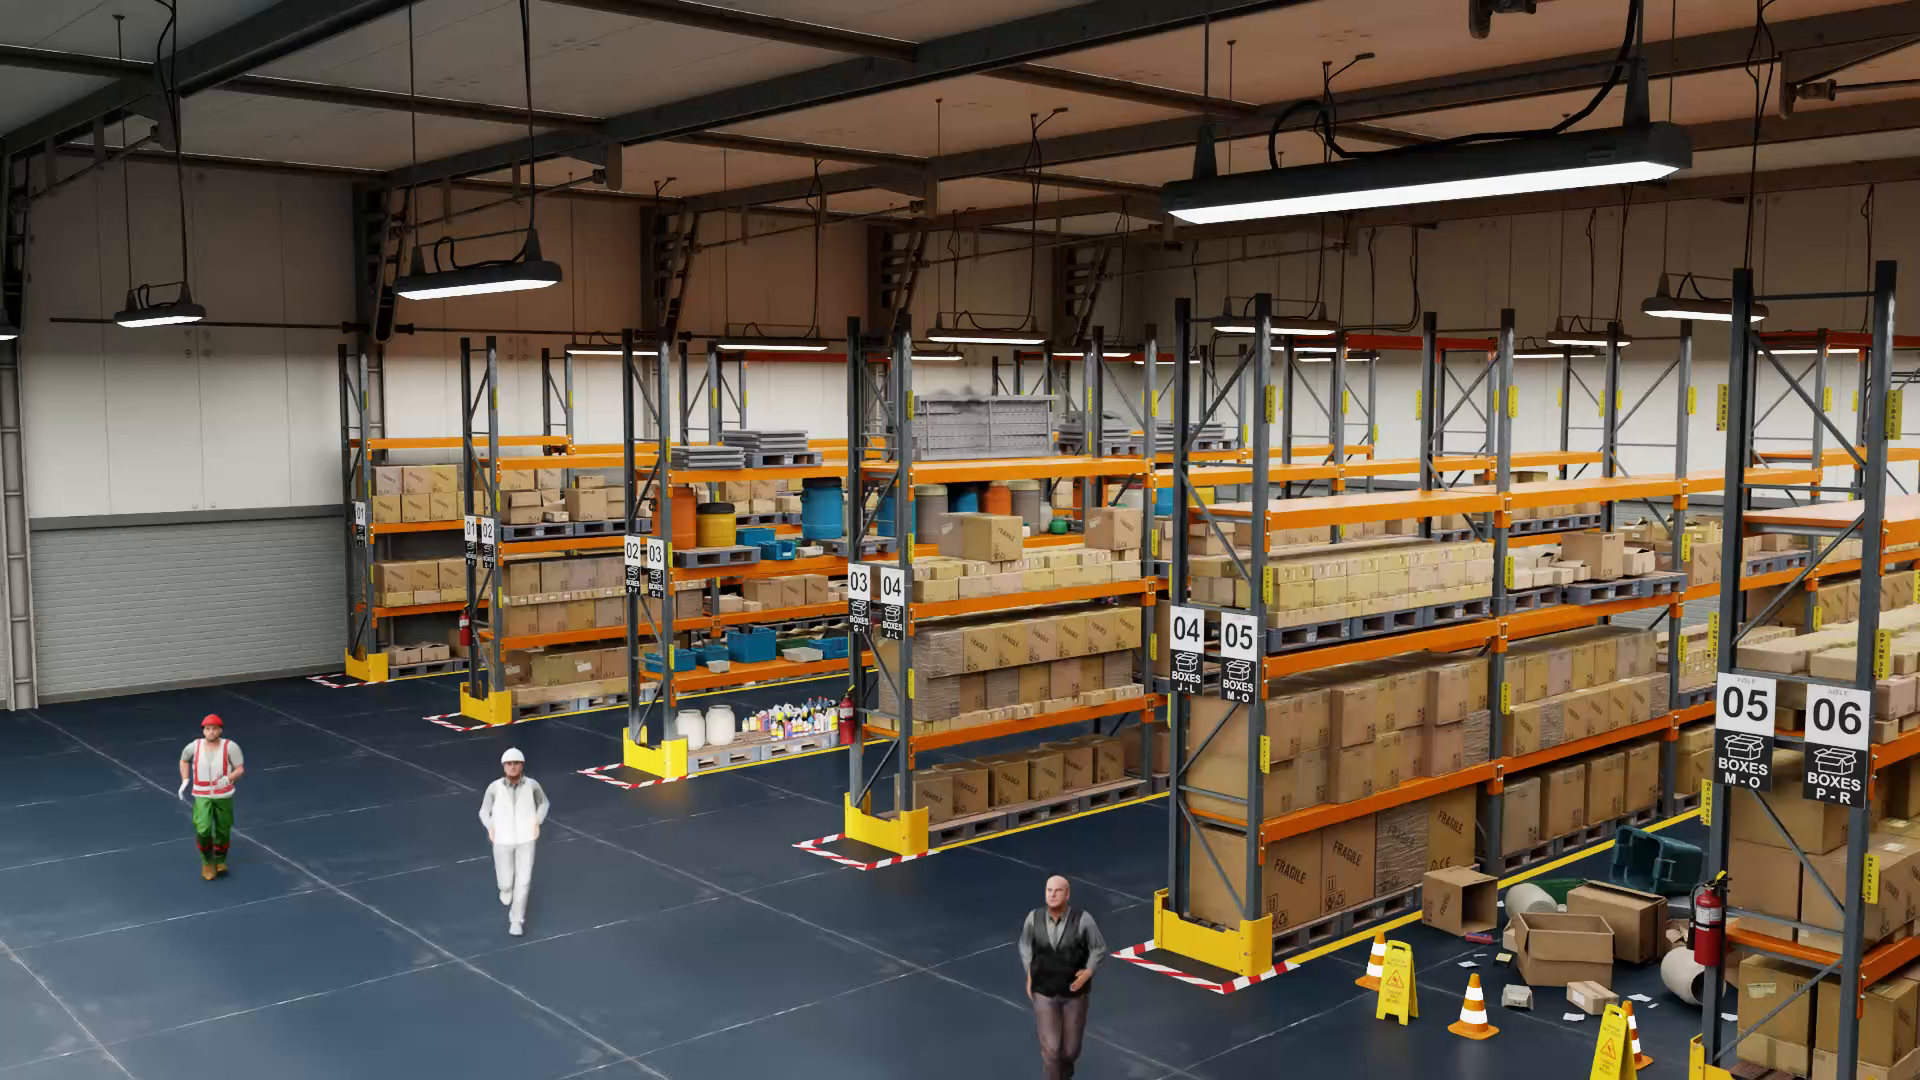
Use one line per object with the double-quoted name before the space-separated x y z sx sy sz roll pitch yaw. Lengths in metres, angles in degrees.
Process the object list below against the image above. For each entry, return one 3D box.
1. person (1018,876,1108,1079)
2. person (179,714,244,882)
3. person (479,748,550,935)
"person" 0.730 3.259 11.996 0.658 1.709 0.718 1 5 10
"person" -7.865 2.710 17.488 0.648 1.775 0.786 -2 6 -22
"person" -4.280 2.871 16.014 0.661 1.743 0.778 -1 5 -16
